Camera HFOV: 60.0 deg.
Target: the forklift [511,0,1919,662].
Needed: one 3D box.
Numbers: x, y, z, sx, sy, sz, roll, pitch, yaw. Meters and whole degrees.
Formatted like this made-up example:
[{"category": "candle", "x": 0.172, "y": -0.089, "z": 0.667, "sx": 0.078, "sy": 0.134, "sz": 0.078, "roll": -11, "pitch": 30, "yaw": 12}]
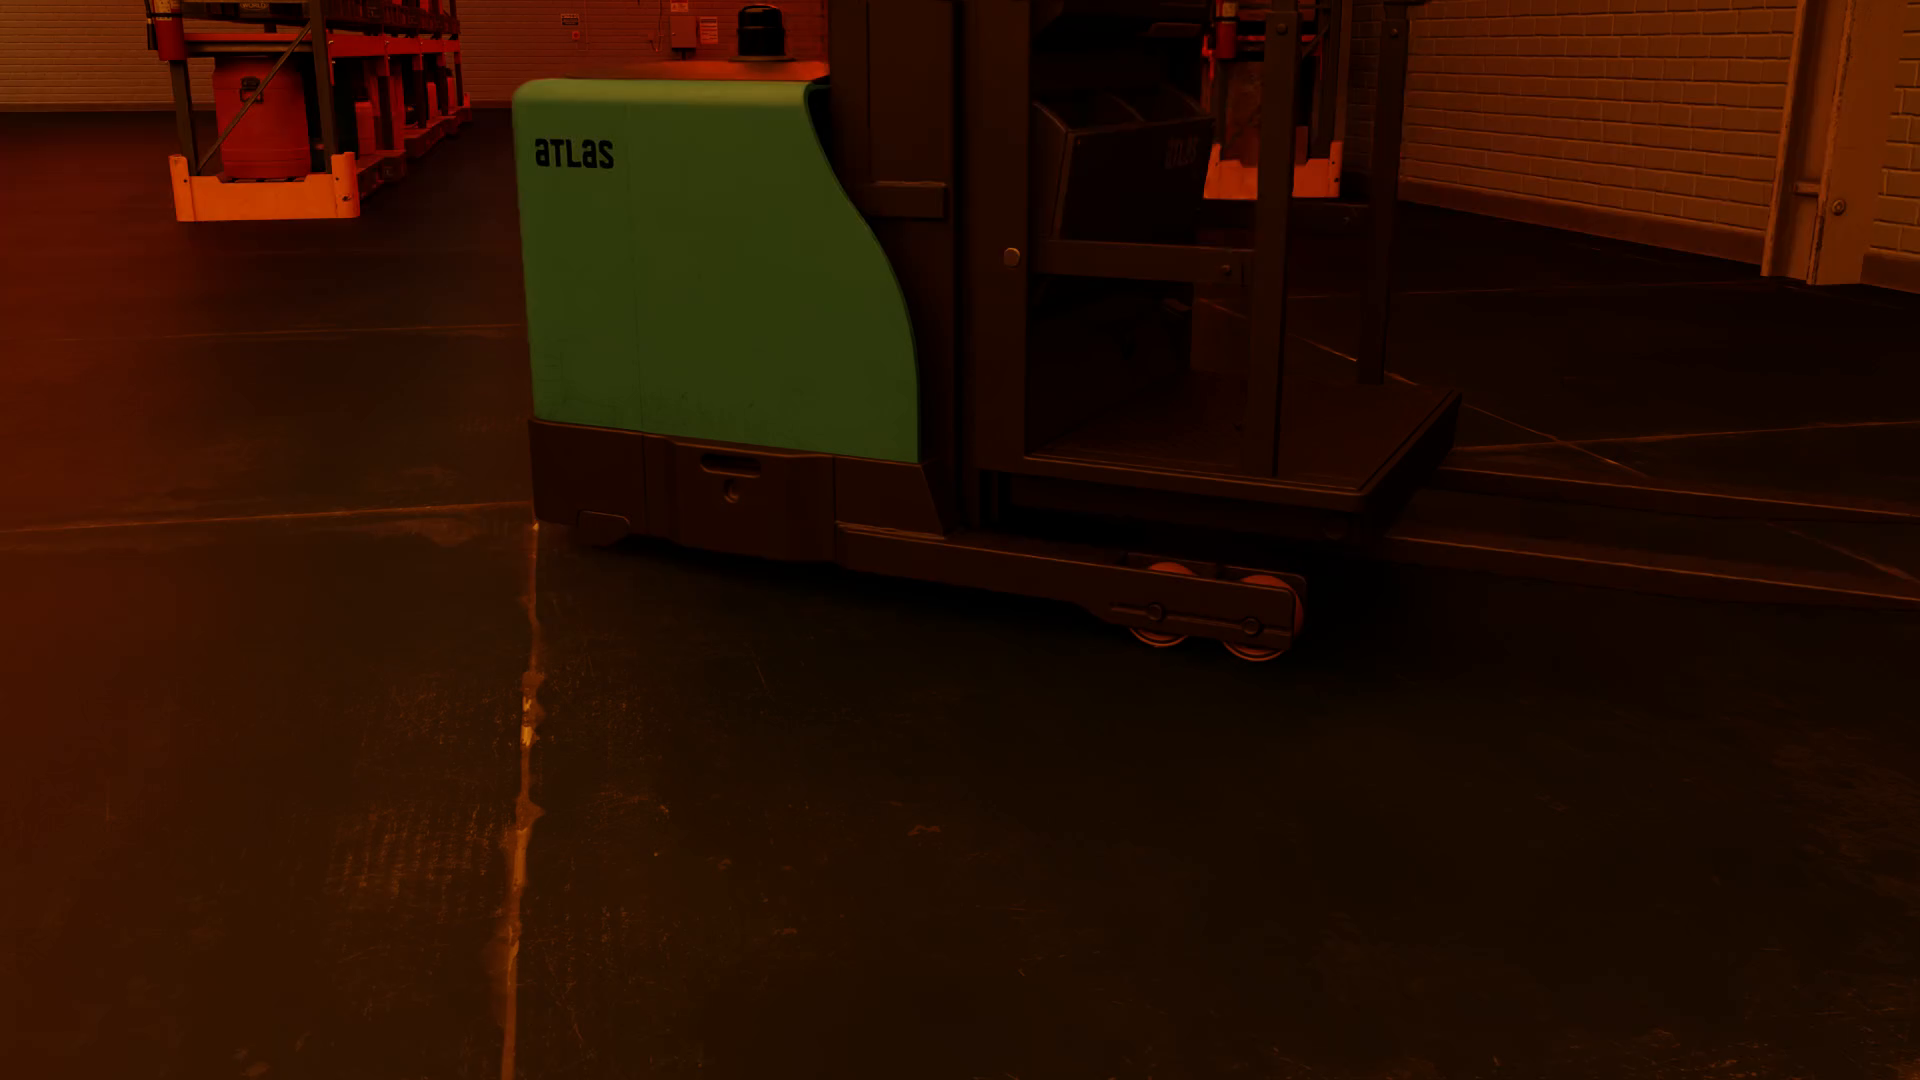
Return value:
[{"category": "forklift", "x": 0.540, "y": -1.341, "z": 3.383, "sx": 3.031, "sy": 2.935, "sz": 1.130, "roll": 8, "pitch": 18, "yaw": 24}]
